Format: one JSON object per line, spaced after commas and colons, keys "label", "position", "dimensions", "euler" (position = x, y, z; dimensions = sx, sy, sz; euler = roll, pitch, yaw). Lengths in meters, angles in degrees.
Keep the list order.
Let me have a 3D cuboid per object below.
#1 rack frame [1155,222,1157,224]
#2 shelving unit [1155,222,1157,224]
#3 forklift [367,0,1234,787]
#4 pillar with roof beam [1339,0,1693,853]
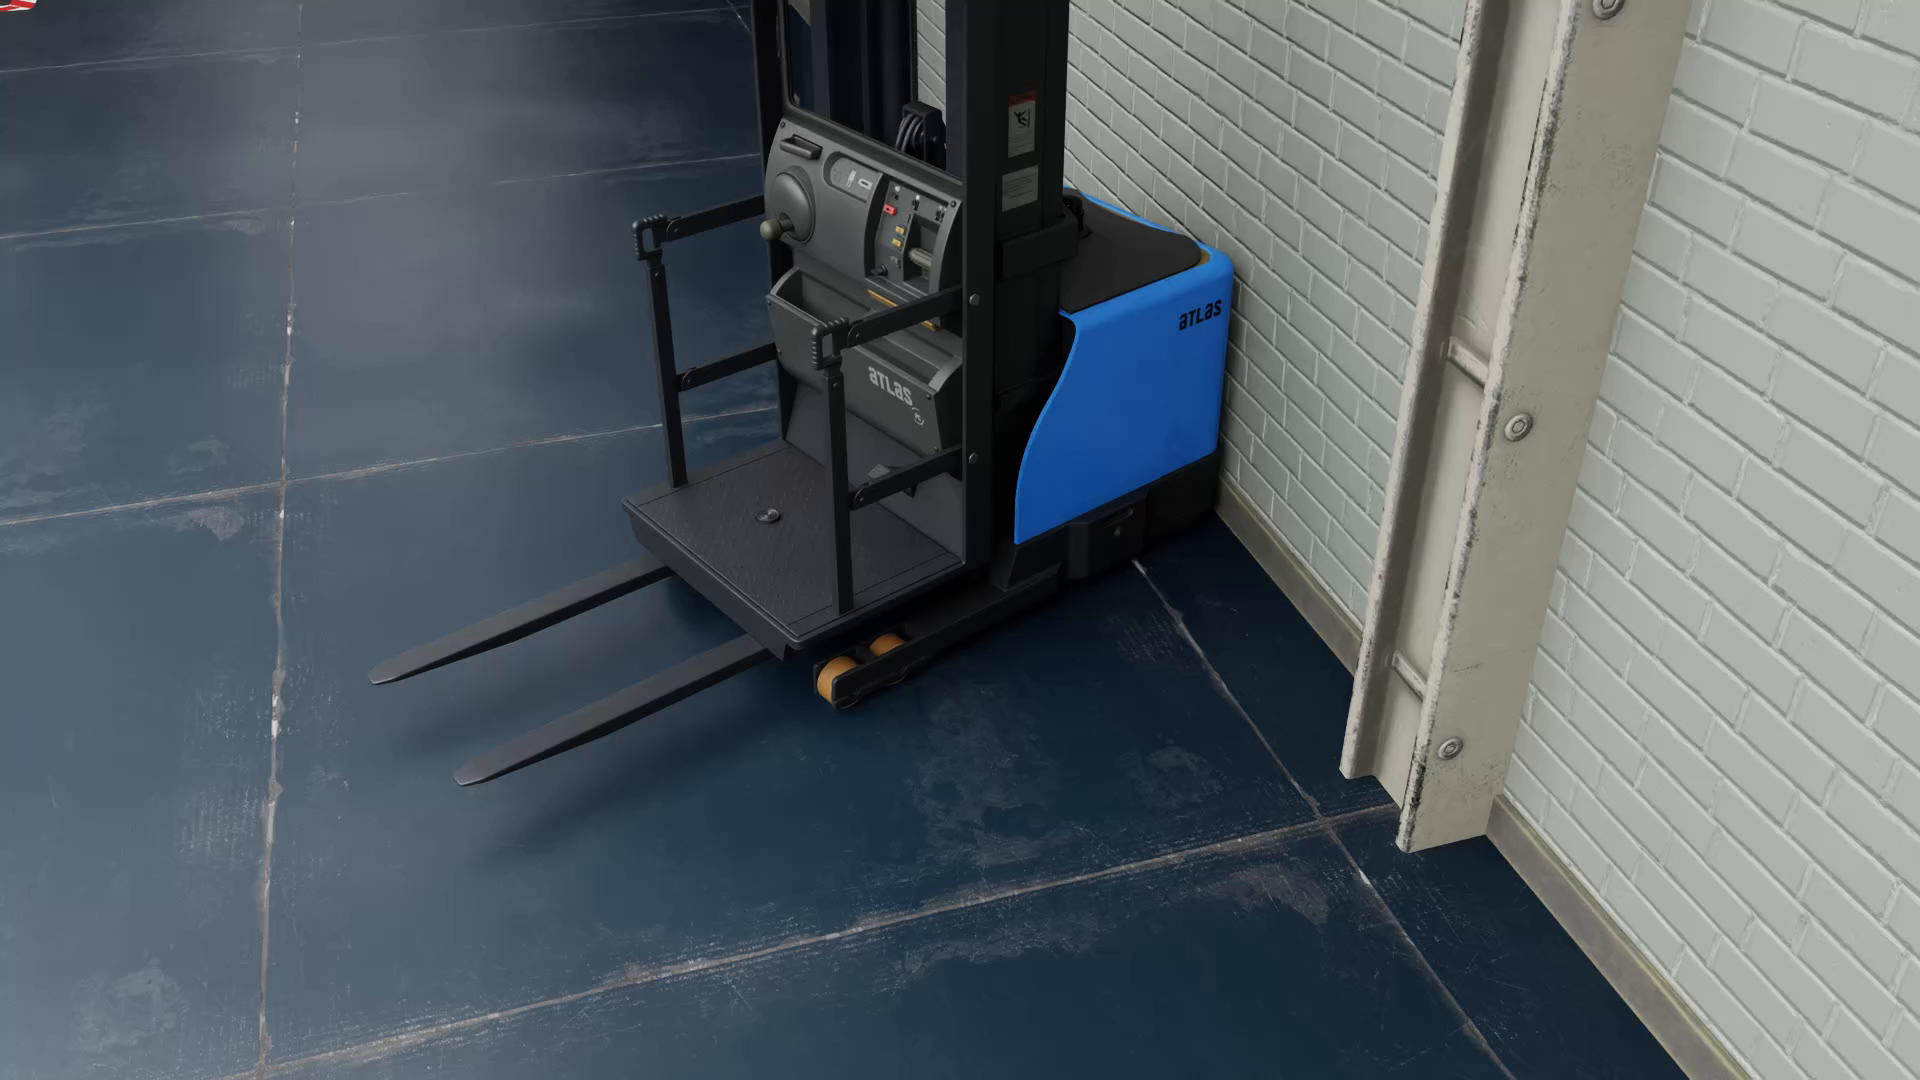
{"label": "rack frame", "position": [0.634, -0.853, 6.728], "dimensions": [0.240, 0.900, 0.006], "euler": [-9, 36, -18]}
{"label": "shelving unit", "position": [0.669, -0.798, 6.650], "dimensions": [0.258, 0.900, 0.210], "euler": [-9, 36, -18]}
{"label": "forklift", "position": [-0.481, -1.004, 5.111], "dimensions": [3.031, 2.935, 1.130], "euler": [-25, 41, -32]}
{"label": "pillar with roof beam", "position": [-2.715, -2.243, 1.482], "dimensions": [9.100, 9.000, 0.400], "euler": [-10, 35, -15]}
